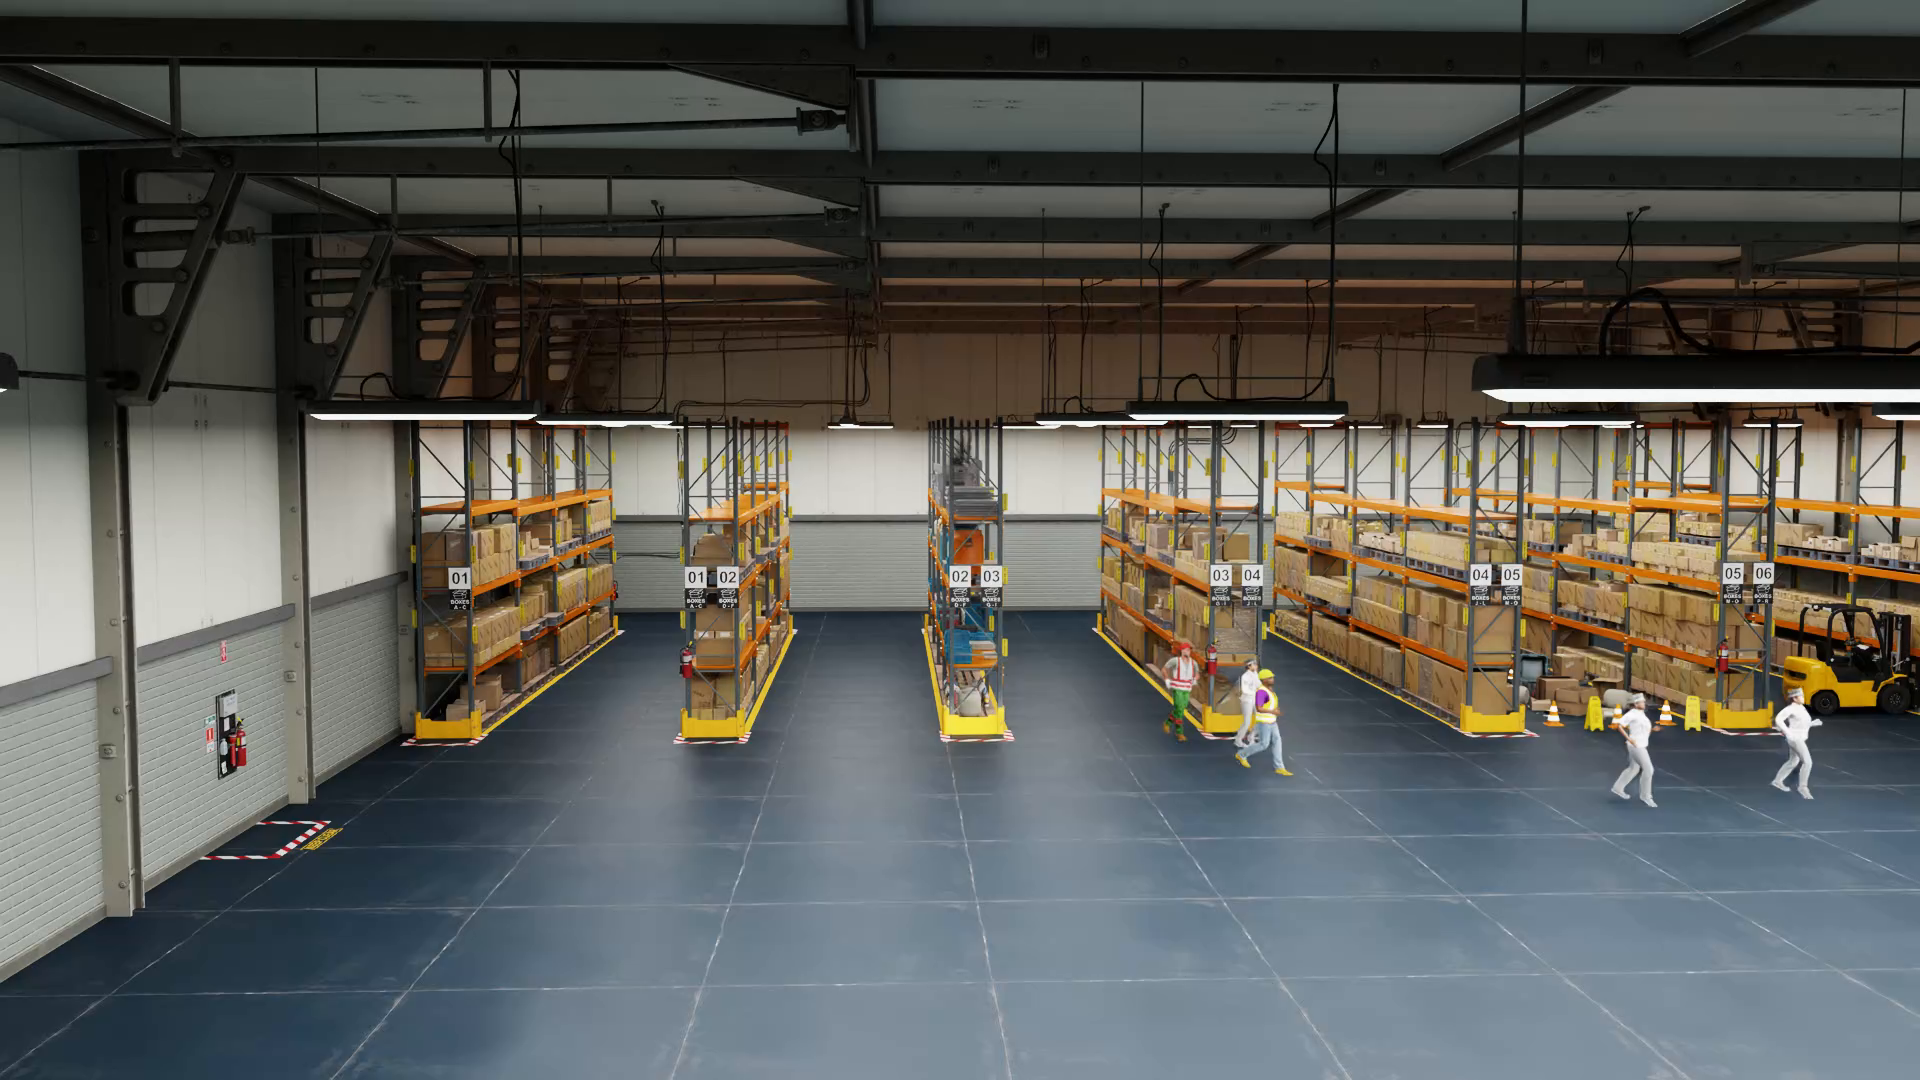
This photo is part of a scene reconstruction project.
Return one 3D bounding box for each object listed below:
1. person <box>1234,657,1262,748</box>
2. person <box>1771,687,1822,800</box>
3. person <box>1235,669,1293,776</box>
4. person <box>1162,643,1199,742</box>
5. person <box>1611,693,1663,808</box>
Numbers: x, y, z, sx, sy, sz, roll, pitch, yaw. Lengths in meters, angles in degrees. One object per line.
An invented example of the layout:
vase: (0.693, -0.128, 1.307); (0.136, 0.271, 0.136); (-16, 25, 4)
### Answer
person: (5.272, 2.942, 29.949); (0.661, 1.701, 0.637); (4, 5, 44)
person: (13.118, 3.175, 26.066); (0.695, 1.753, 0.593); (3, 5, 41)
person: (5.074, 3.033, 27.673); (0.963, 1.772, 0.700); (2, 4, 26)
person: (4.148, 2.808, 31.067); (0.690, 1.786, 0.861); (-2, 4, -25)
person: (10.389, 3.206, 25.538); (0.731, 1.754, 0.560); (2, 4, 33)
